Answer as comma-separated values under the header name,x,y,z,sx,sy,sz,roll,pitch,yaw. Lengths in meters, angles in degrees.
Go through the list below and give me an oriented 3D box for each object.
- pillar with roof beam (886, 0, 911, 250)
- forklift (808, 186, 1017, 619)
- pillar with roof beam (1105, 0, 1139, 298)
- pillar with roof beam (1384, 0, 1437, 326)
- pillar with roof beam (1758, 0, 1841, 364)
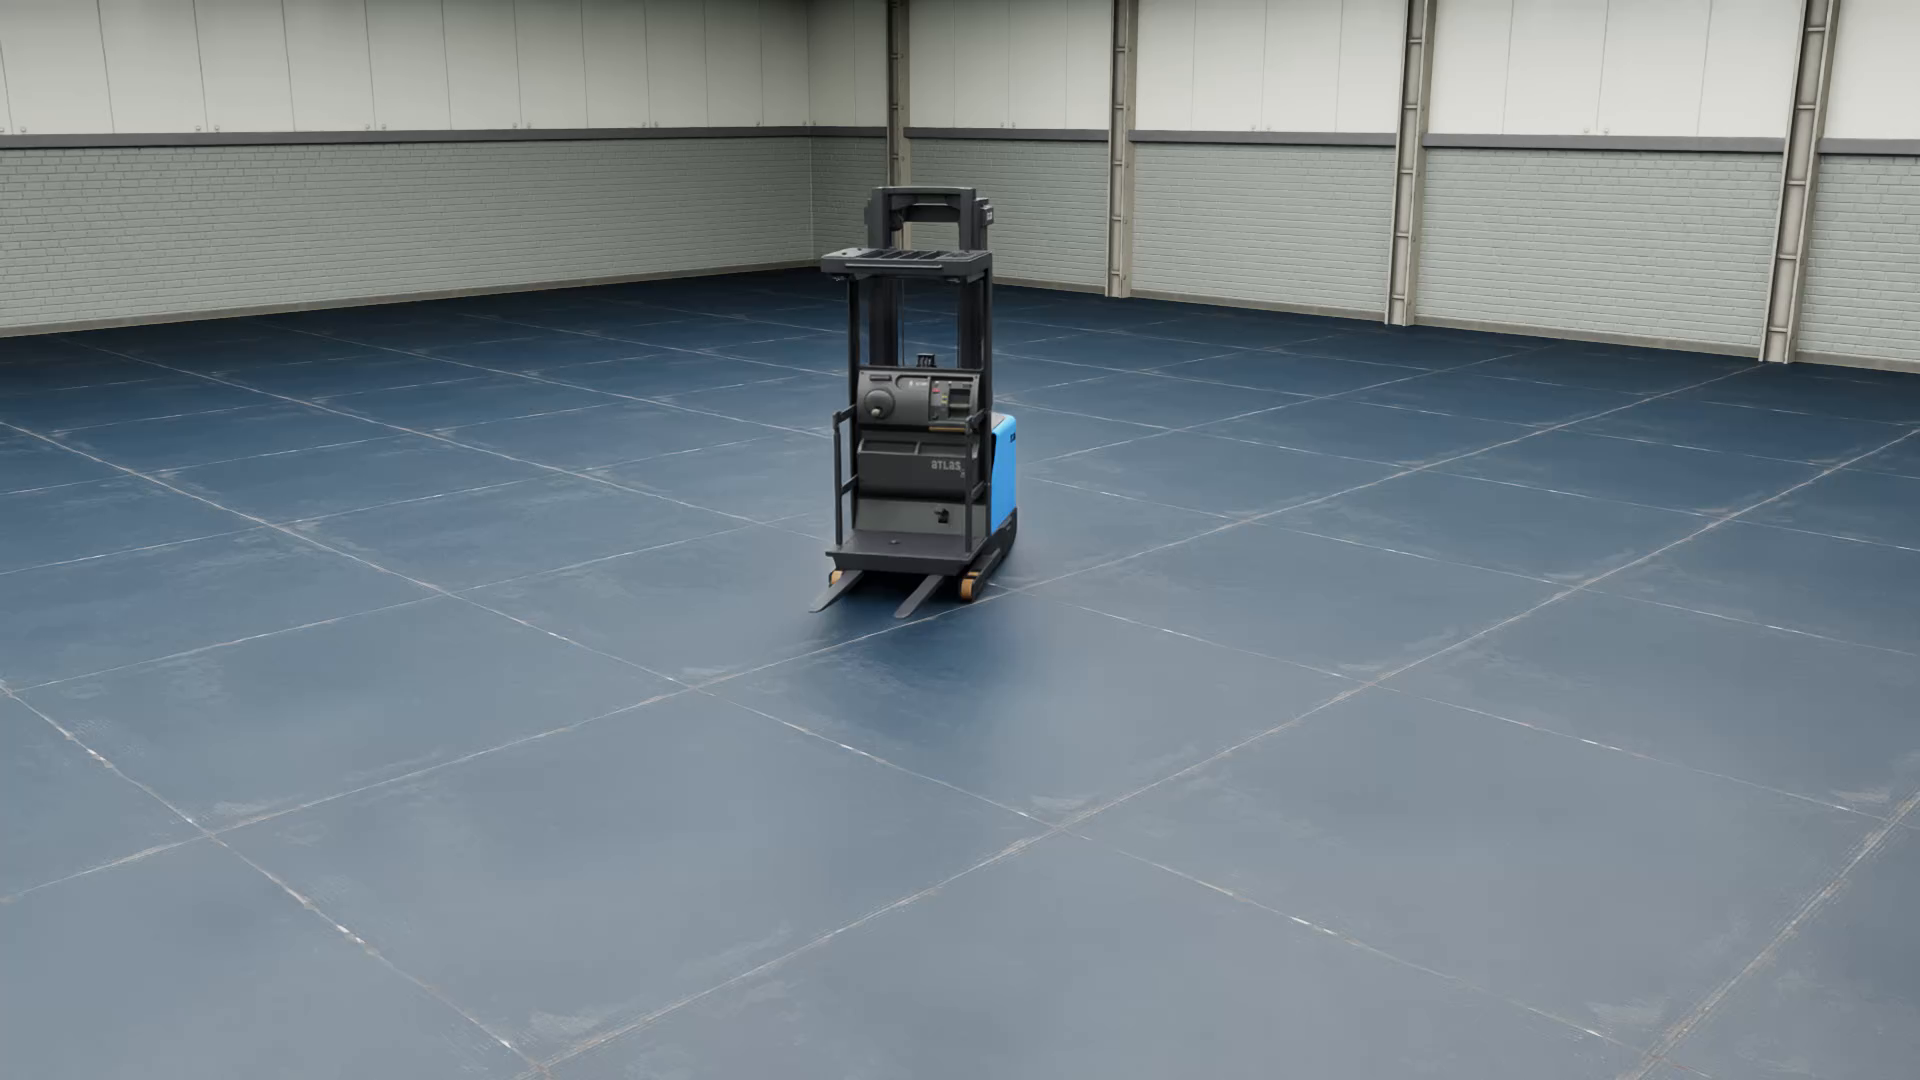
name,x,y,z,sx,sy,sz,roll,pitch,yaw
pillar with roof beam,-4.285,-9.280,31.700,0.400,9.000,9.100,14,20,42
forklift,-0.358,-1.076,12.247,1.130,2.935,3.031,3,15,13
pillar with roof beam,0.034,-8.230,27.670,0.400,9.000,9.100,14,20,42
pillar with roof beam,4.354,-7.180,23.640,0.400,9.000,9.100,14,20,42
pillar with roof beam,8.673,-6.130,19.610,0.400,9.000,9.100,14,20,42
